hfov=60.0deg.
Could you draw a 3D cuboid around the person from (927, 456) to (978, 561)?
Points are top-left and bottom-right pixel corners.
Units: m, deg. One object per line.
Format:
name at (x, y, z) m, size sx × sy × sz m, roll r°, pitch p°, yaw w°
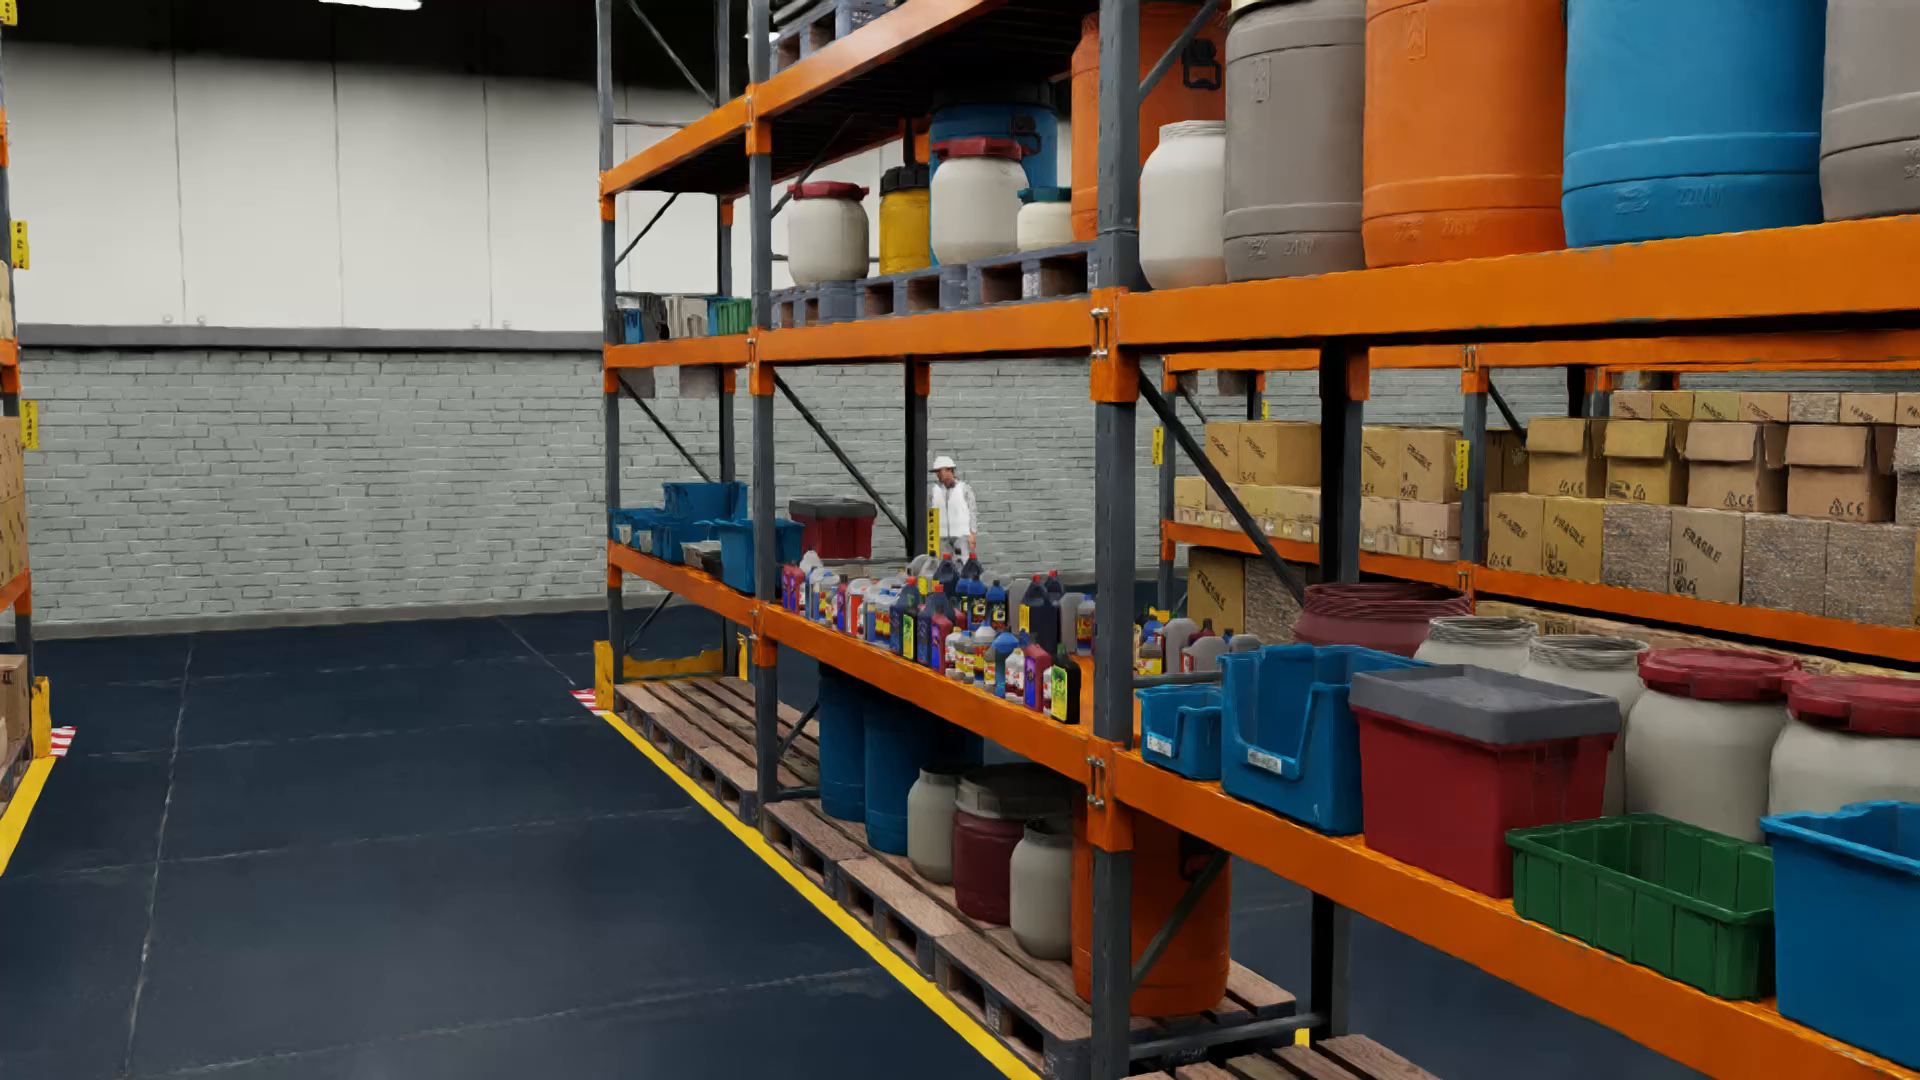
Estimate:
person at (-0.097, -0.026, 17.893) m, size 0.580 × 1.745 × 0.555 m, roll 1°, pitch 5°, yaw 11°
